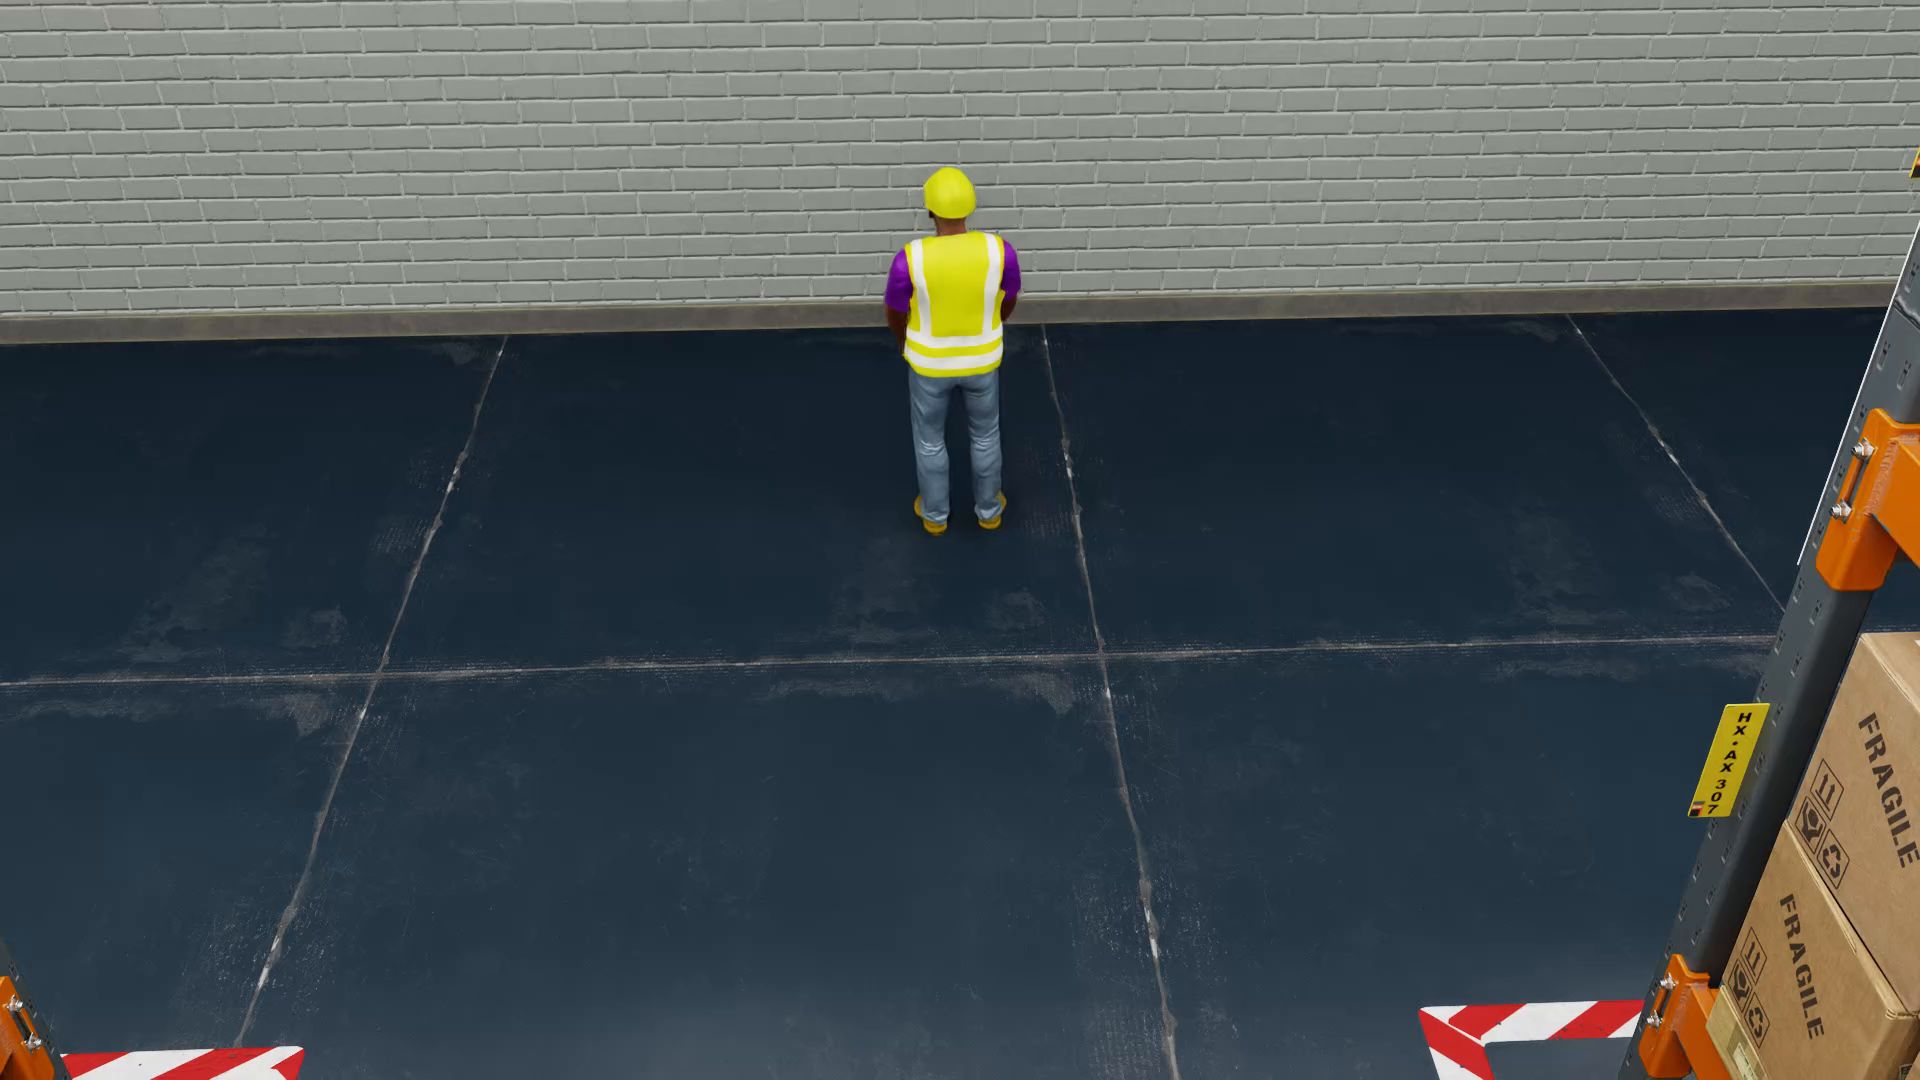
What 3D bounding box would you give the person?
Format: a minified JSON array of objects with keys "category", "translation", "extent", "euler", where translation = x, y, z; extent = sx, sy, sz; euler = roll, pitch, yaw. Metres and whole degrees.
[{"category":"person","translation":[-0.041,-0.821,7.294],"extent":[0.581,1.767,0.481],"euler":[-4,35,-6]}]
